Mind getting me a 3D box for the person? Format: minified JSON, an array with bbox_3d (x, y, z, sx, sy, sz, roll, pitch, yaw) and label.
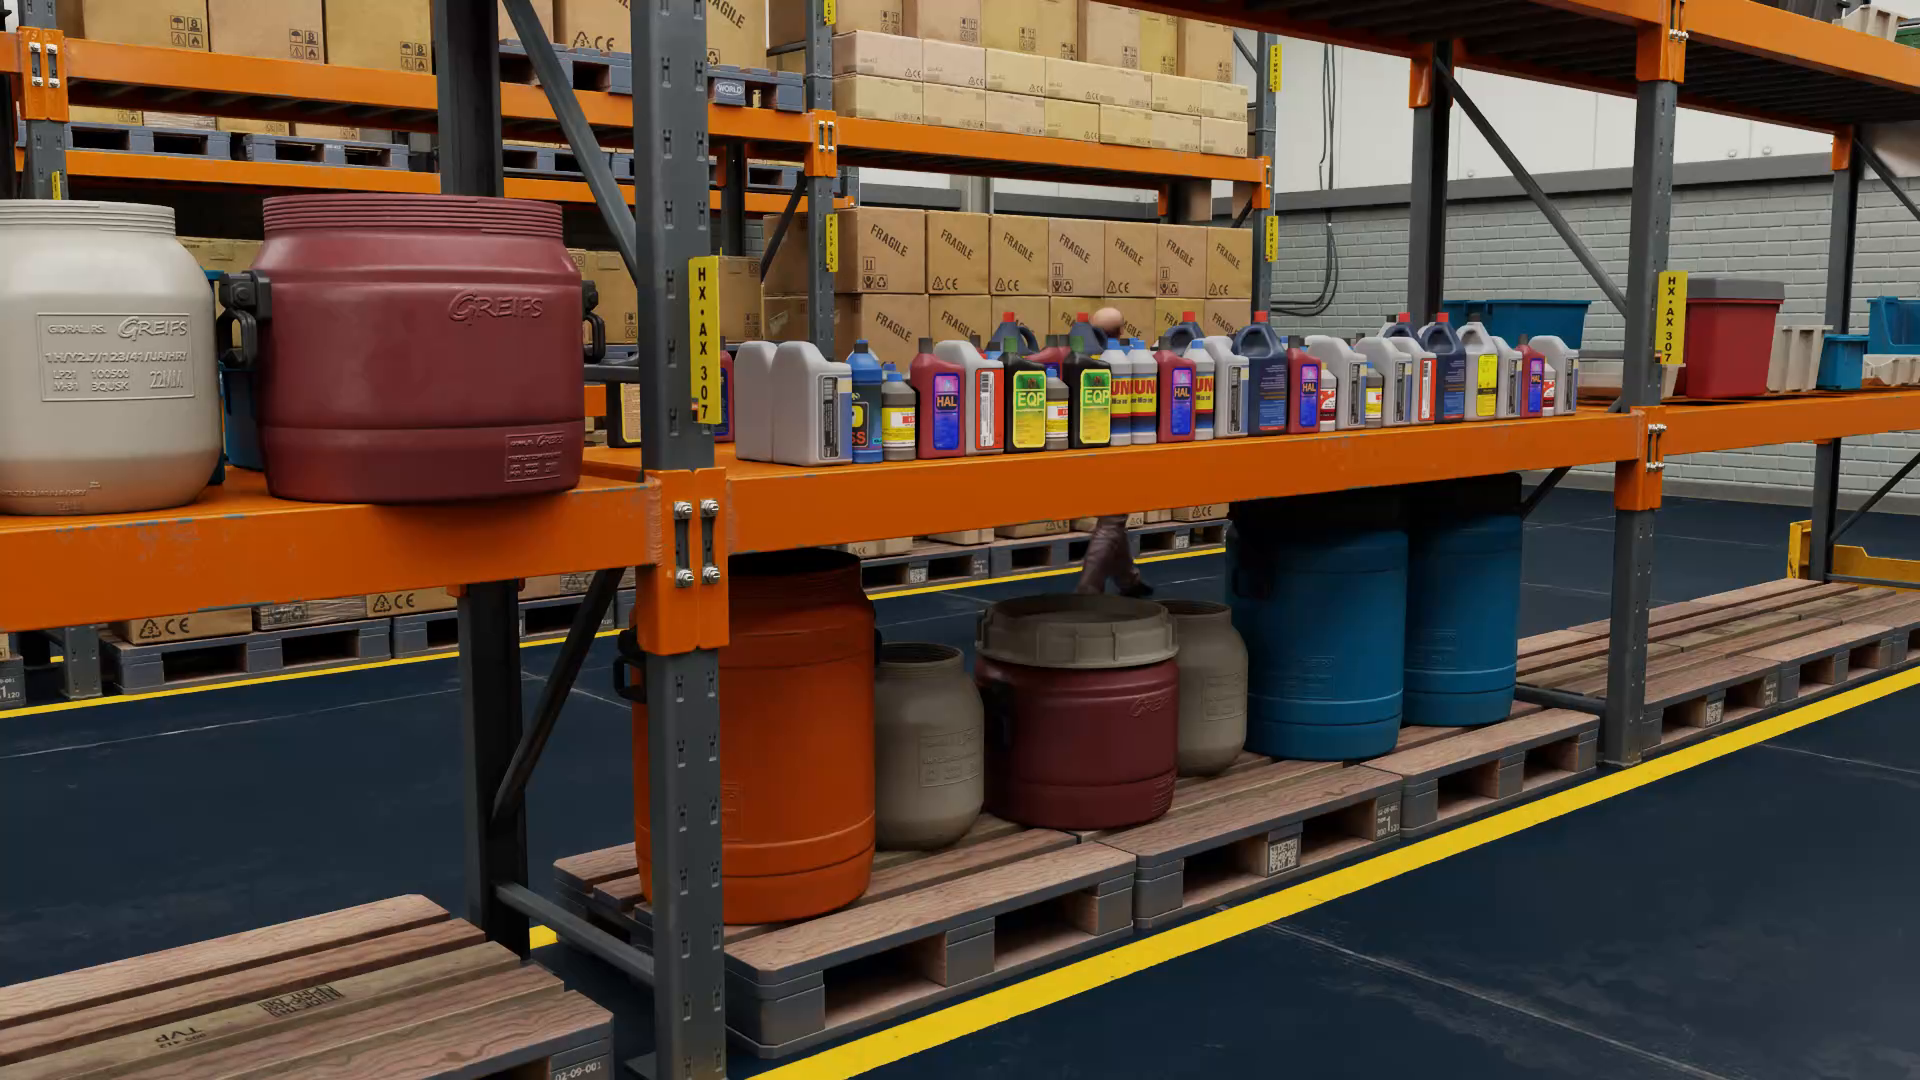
[{"bbox_3d":[0.919,-0.450,9.267,0.539,1.673,0.949,7,10,42],"label":"person"}]
